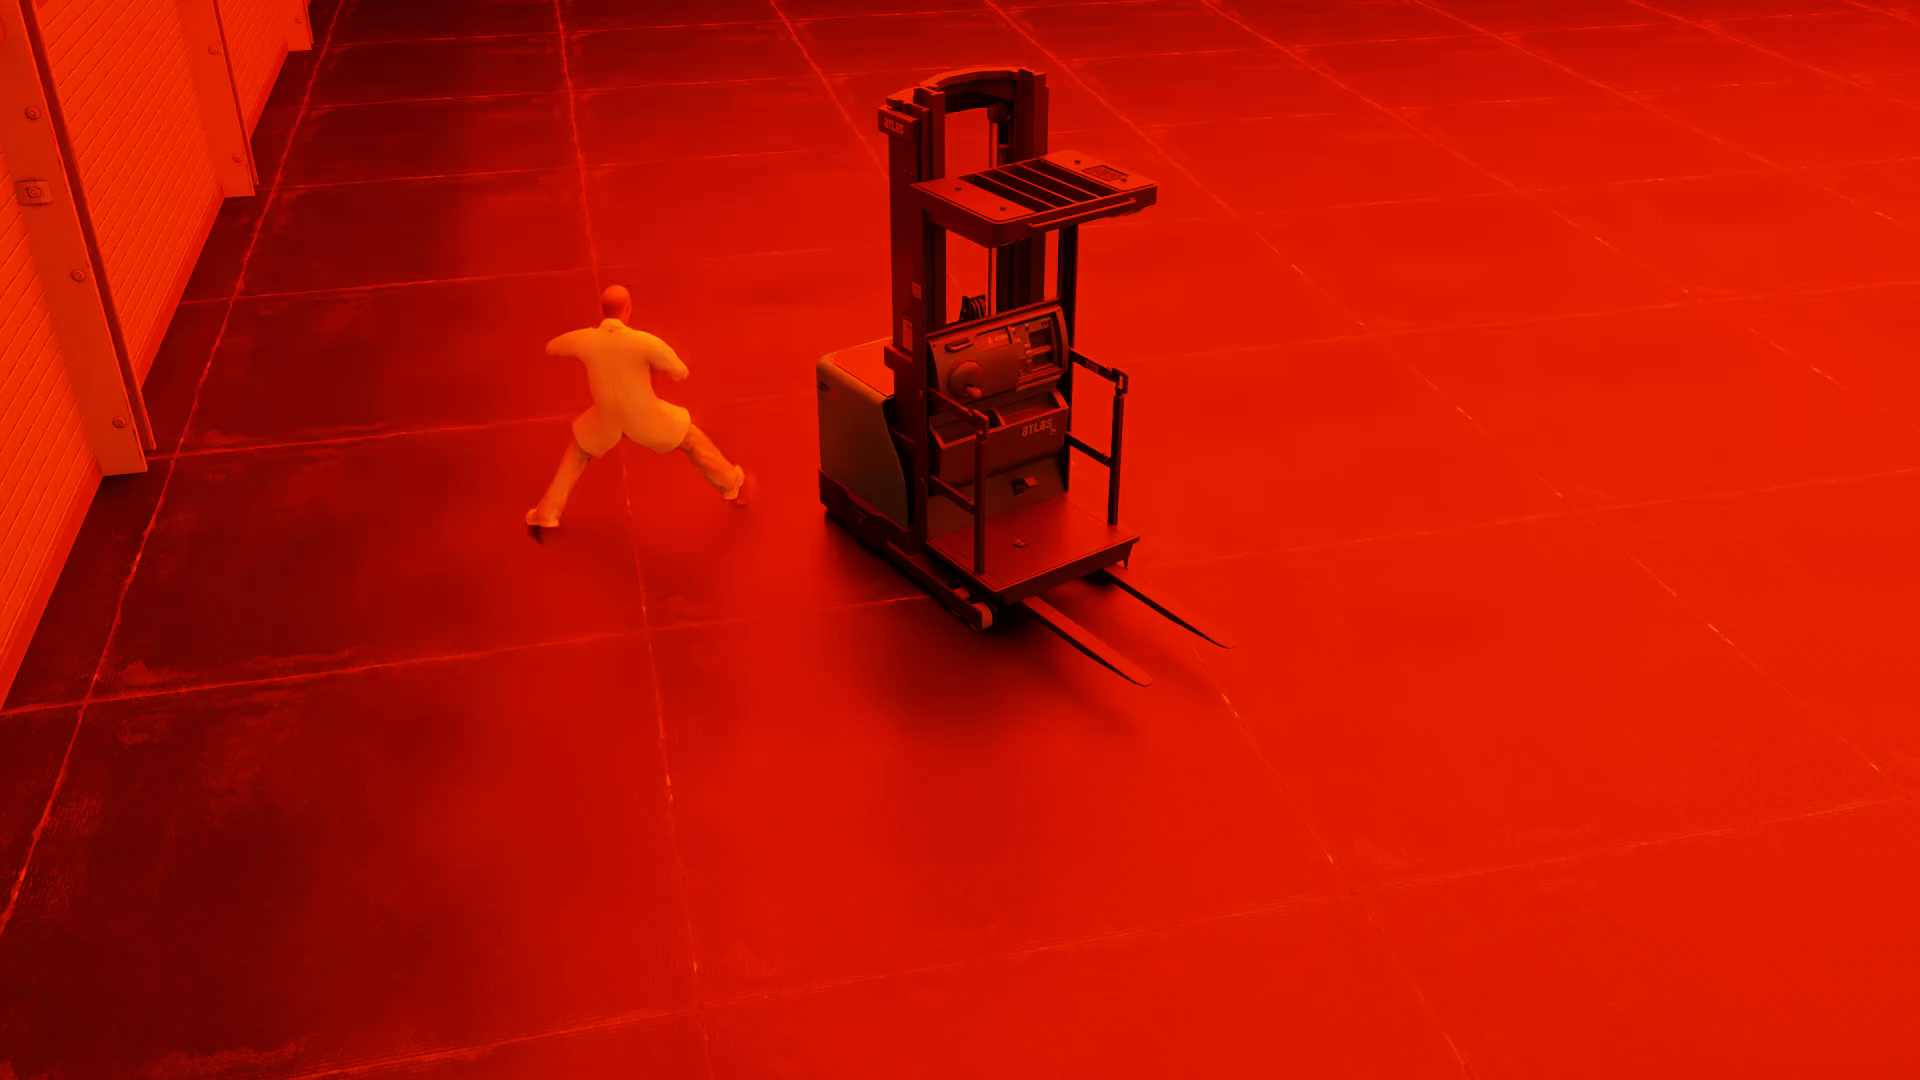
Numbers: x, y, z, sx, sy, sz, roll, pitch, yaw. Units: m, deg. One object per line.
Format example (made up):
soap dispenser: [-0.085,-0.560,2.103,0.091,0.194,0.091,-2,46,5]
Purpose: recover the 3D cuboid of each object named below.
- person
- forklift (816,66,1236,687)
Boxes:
person: [-2.117,-0.897,10.480,1.268,1.571,1.027,4,30,7]
forklift: [0.355,-1.021,9.338,1.130,2.935,3.031,-20,35,-30]
